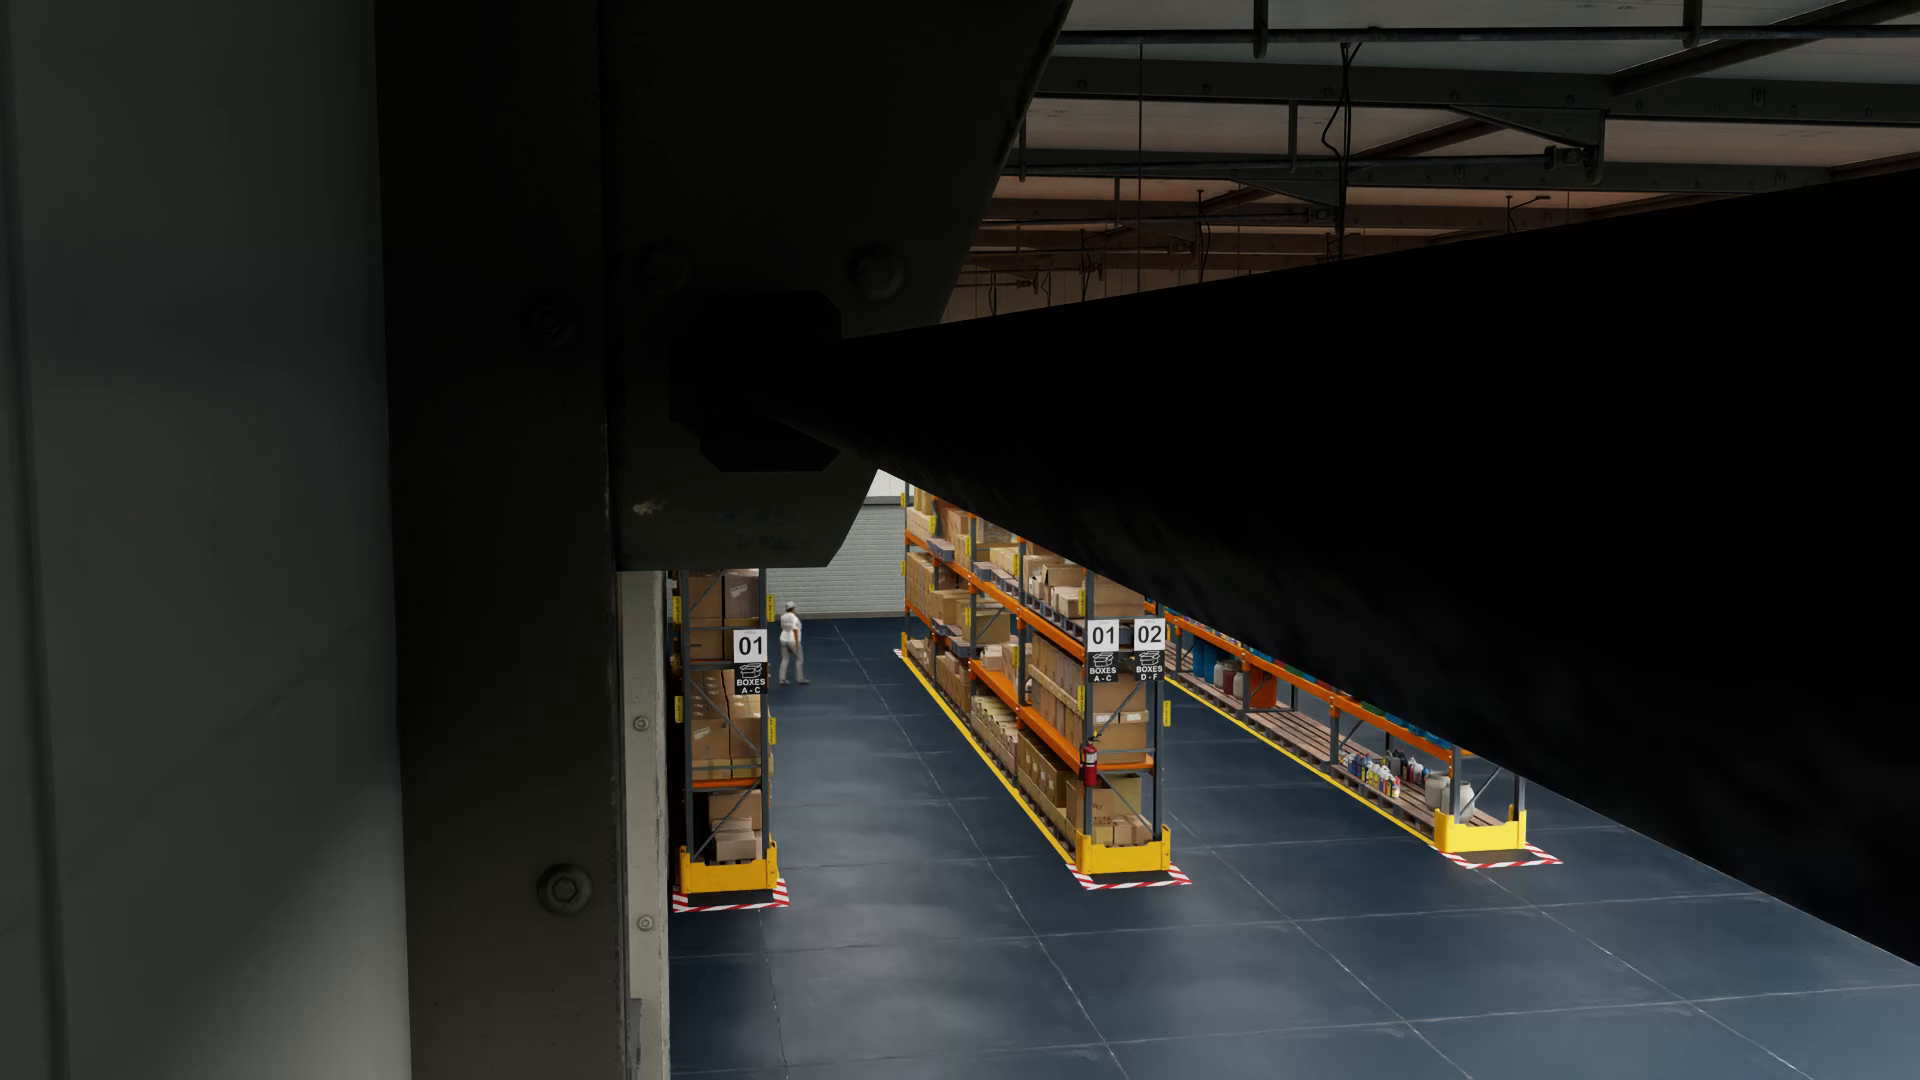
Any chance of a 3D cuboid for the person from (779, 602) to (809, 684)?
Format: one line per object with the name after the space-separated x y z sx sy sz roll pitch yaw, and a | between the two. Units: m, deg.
-3.363 2.058 33.305 0.512 1.667 0.633 4 7 36 | person
